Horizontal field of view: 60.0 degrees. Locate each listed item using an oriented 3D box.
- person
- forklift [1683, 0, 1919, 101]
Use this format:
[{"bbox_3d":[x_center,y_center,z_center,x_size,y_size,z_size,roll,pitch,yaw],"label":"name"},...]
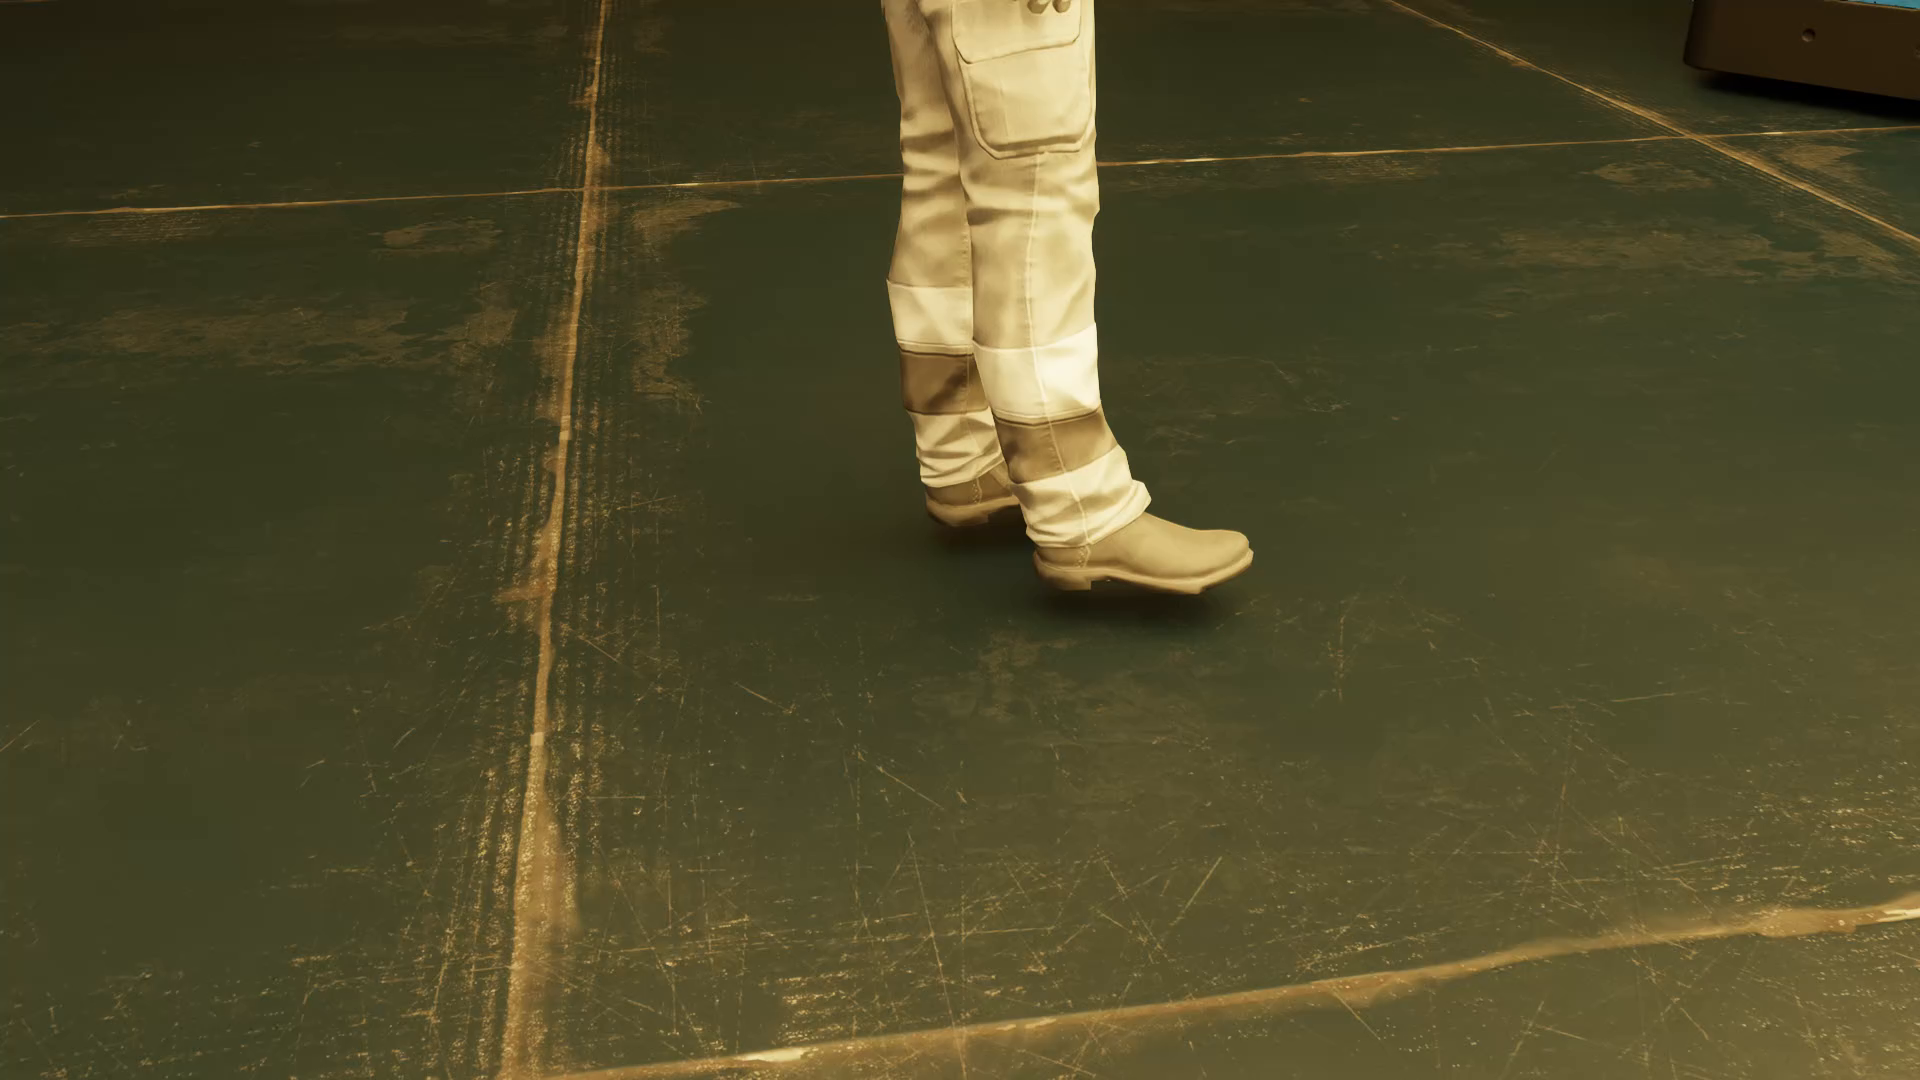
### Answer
[{"bbox_3d":[0.082,-0.833,2.060,0.561,1.789,0.637,-5,28,-9],"label":"person"},{"bbox_3d":[3.597,-3.037,5.098,1.130,2.935,3.031,24,36,37],"label":"forklift"}]
